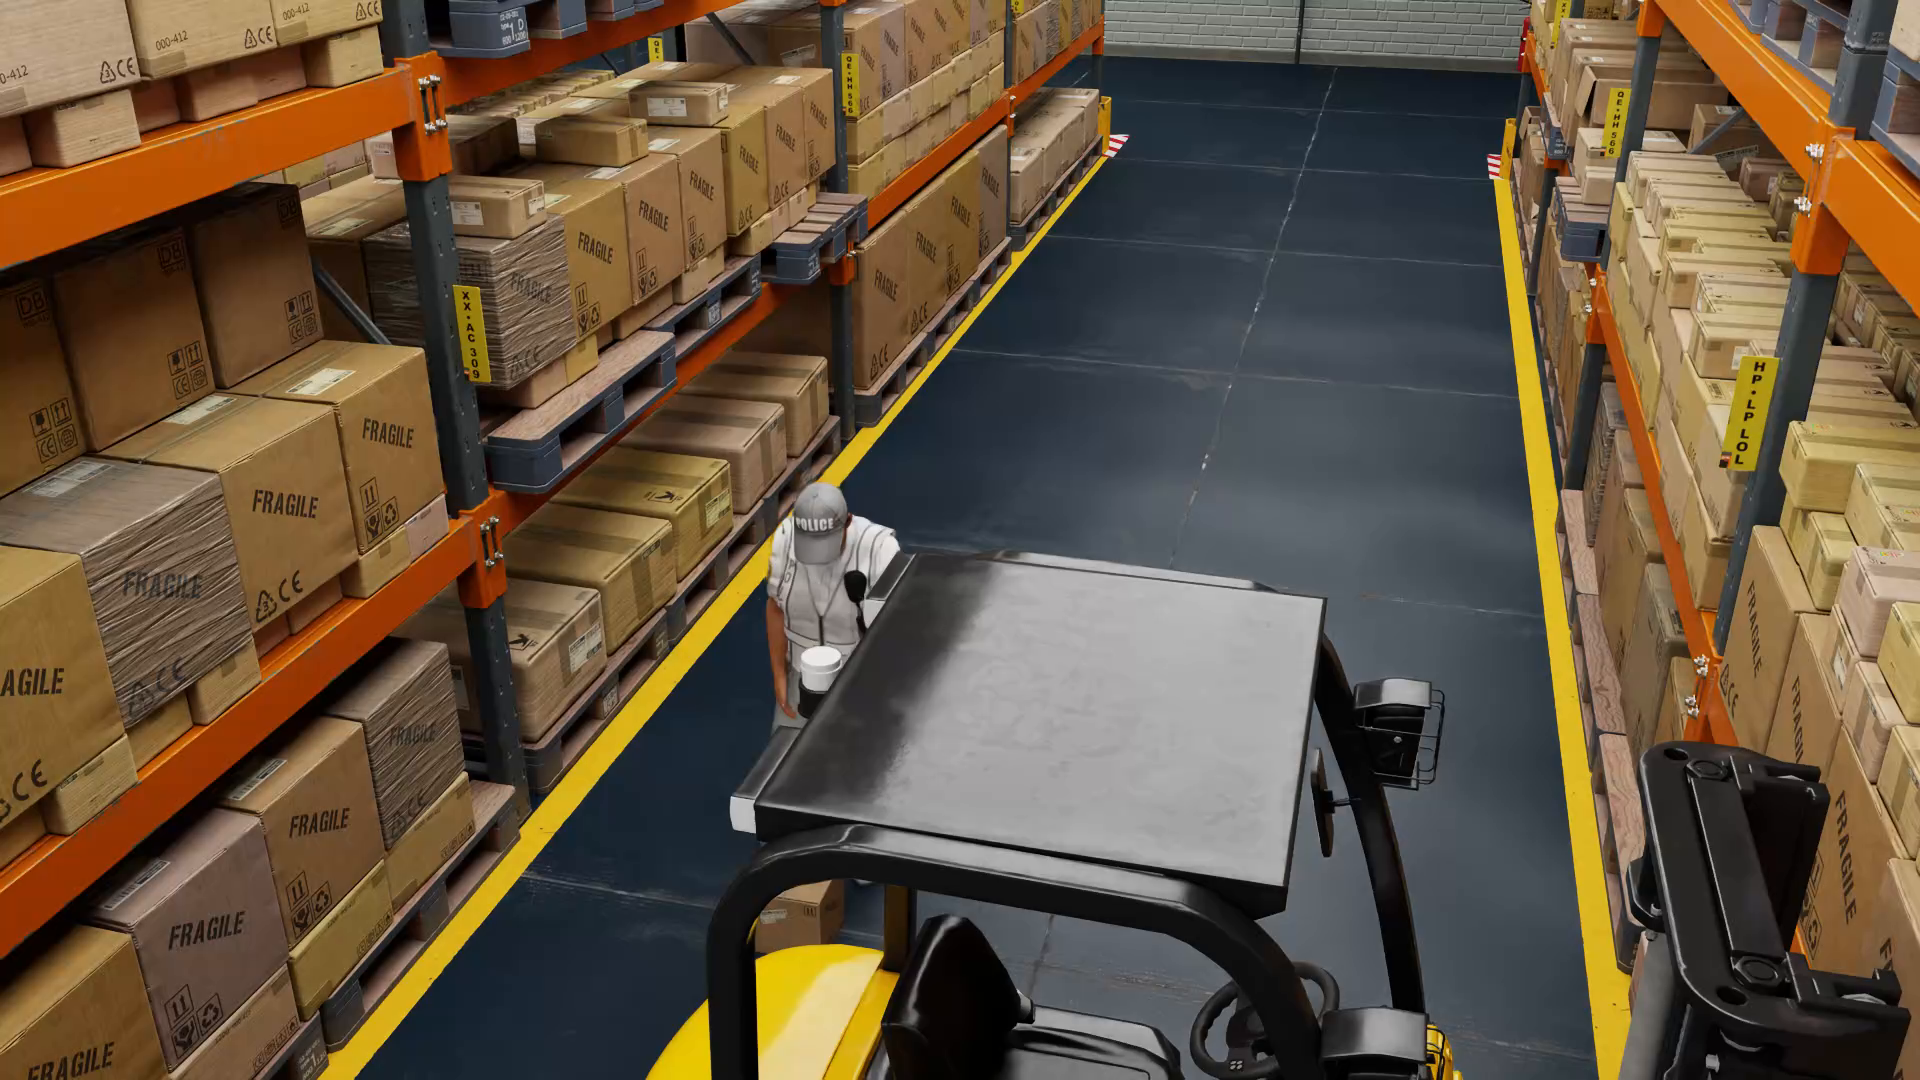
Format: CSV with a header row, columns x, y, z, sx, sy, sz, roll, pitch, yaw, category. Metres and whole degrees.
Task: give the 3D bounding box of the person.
x,y,z,sx,sy,sz,roll,pitch,yaw,category
-0.412,0.468,5.765,0.515,1.558,0.571,7,26,14,person
